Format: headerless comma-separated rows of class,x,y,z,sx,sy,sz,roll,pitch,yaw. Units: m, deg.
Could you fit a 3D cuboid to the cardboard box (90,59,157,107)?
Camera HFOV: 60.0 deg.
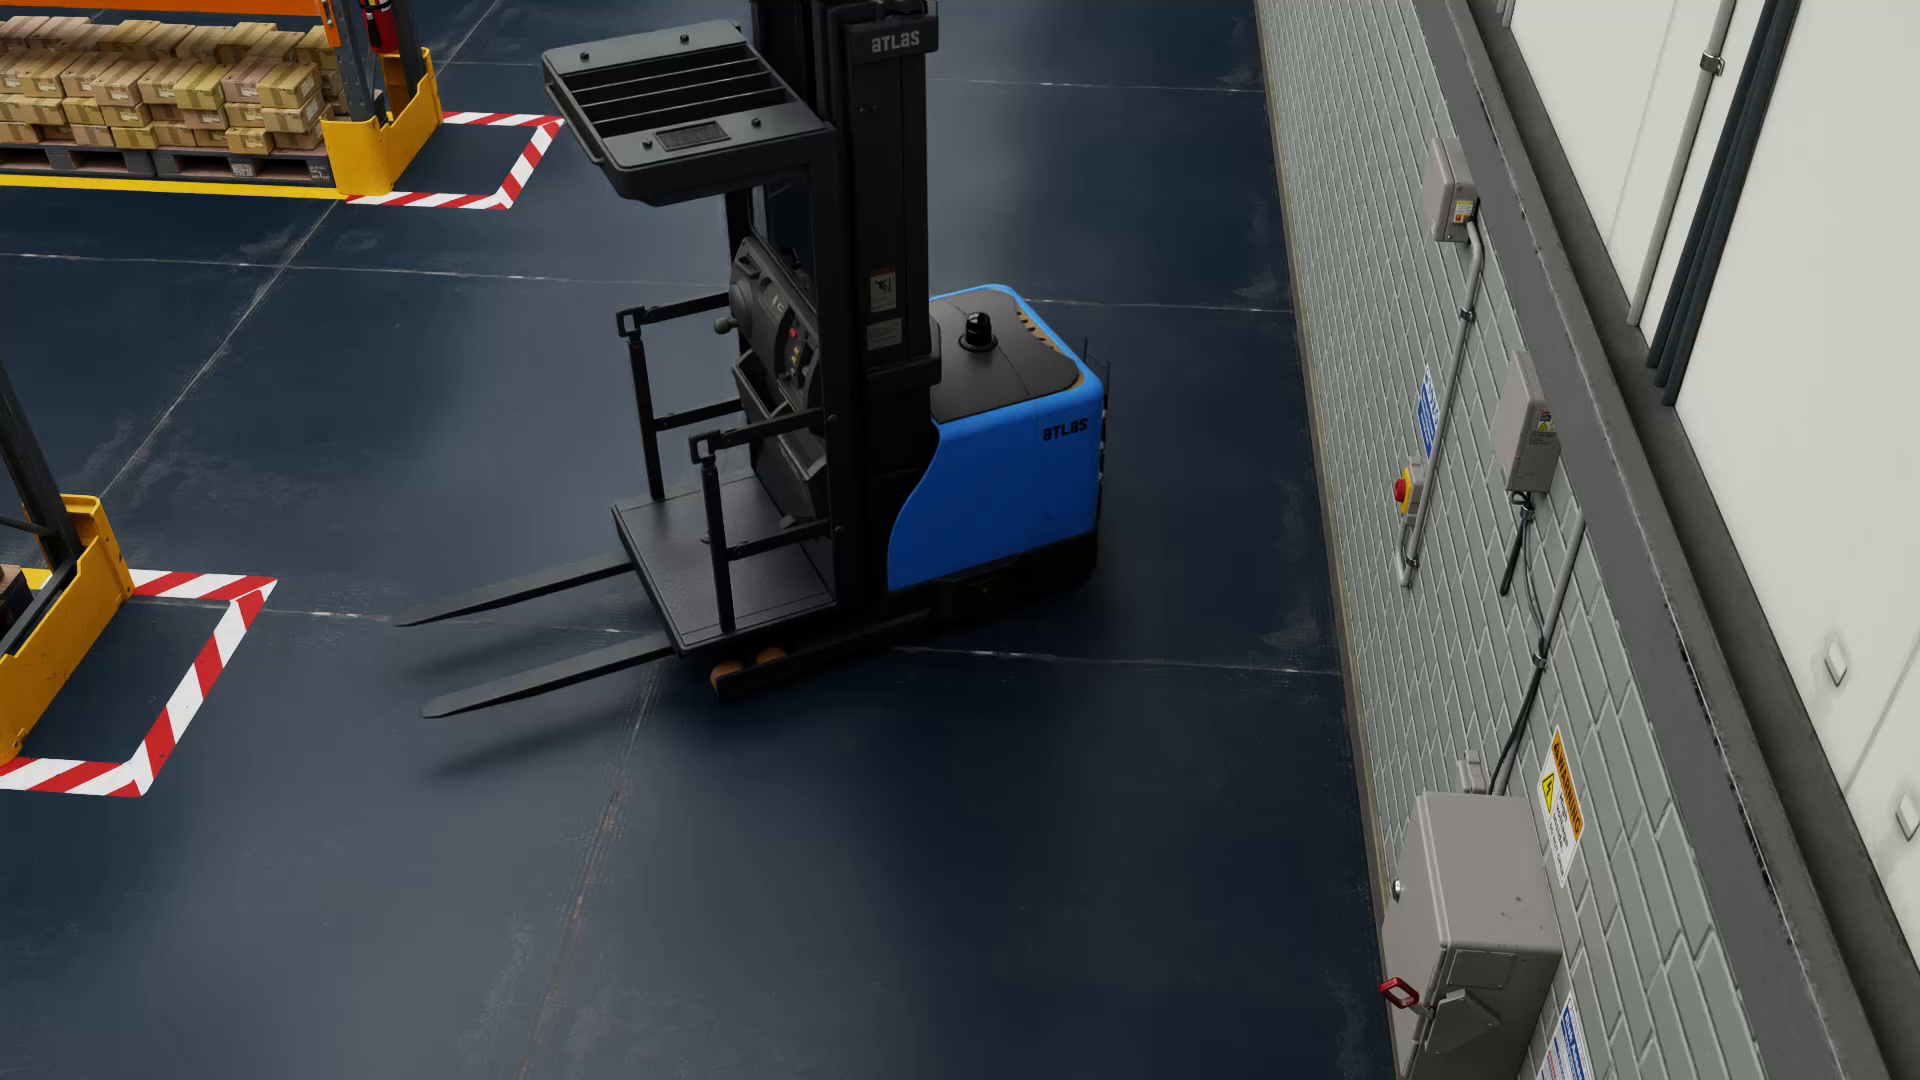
cardboard box,-5.292,-2.903,10.566,0.250,0.149,0.380,5,39,6

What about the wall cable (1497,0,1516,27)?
wall cable,1.662,-2.804,4.237,0.029,3.000,0.463,3,39,4

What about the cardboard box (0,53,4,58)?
cardboard box,-6.329,-2.985,10.666,0.250,0.149,0.380,4,39,5

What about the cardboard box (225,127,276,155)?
cardboard box,-4.510,-2.633,10.705,0.250,0.149,0.380,4,39,5

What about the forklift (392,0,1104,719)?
forklift,-0.932,-0.843,6.634,3.031,2.935,1.130,-16,42,-19

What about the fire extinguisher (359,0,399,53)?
fire extinguisher,-3.492,-3.250,9.894,0.183,0.674,0.296,3,39,4

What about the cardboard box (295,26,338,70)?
cardboard box,-4.196,-3.259,11.002,0.250,0.149,0.380,1,39,2

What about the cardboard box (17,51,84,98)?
cardboard box,-5.808,-2.984,10.665,0.250,0.149,0.380,3,39,4

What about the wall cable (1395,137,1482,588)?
wall cable,1.590,-0.723,5.604,0.123,1.953,0.585,3,39,4

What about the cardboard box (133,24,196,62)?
cardboard box,-5.251,-3.275,11.022,0.250,0.149,0.380,5,39,6

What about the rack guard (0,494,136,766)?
rack guard,-4.006,0.361,7.081,0.348,0.500,1.175,3,39,4

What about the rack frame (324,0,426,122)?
rack frame,-3.703,-3.728,10.125,0.127,3.000,1.000,3,39,4

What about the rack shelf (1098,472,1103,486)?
rack shelf,0.533,-0.331,7.953,0.200,0.077,0.258,-16,42,-19

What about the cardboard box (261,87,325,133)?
cardboard box,-4.254,-2.750,10.613,0.250,0.149,0.380,2,39,3

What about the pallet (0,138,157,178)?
pallet,-5.797,-2.786,11.176,1.213,0.211,1.003,3,39,4

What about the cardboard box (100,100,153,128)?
cardboard box,-5.288,-2.797,10.671,0.250,0.149,0.380,4,39,5

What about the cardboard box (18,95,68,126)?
cardboard box,-5.819,-2.821,10.700,0.250,0.149,0.380,4,39,4

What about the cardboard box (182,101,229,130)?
cardboard box,-4.771,-2.777,10.647,0.250,0.149,0.380,2,39,2

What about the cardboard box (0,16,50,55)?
cardboard box,-6.275,-3.361,11.127,0.250,0.149,0.380,1,39,2

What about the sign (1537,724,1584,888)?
sign,1.475,0.652,4.089,0.001,0.242,0.339,3,39,4

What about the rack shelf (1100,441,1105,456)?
rack shelf,0.533,-0.471,7.839,0.200,0.077,0.258,-16,42,-19

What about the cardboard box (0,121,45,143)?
cardboard box,-6.057,-2.736,10.832,0.250,0.149,0.380,2,39,3

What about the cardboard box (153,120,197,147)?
cardboard box,-5.013,-2.707,10.796,0.250,0.149,0.380,4,39,4

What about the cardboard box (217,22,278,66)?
cardboard box,-4.721,-3.292,11.043,0.250,0.149,0.380,3,39,4

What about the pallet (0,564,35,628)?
pallet,-4.833,0.478,7.167,1.213,0.211,1.003,3,39,4

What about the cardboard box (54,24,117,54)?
cardboard box,-5.767,-3.271,11.018,0.250,0.149,0.380,3,39,4

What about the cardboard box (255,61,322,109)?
cardboard box,-4.252,-2.886,10.544,0.250,0.149,0.380,4,39,4

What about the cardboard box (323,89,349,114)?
cardboard box,-4.197,-3.015,11.175,0.250,0.149,0.380,4,39,5

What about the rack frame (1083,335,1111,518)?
rack frame,0.625,-0.524,7.851,0.006,0.900,0.240,-16,42,-19

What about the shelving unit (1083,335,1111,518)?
shelving unit,0.533,-0.497,7.818,0.210,0.900,0.258,-16,42,-19

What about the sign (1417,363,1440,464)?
sign,1.655,-0.449,5.882,0.001,0.218,0.327,3,39,4

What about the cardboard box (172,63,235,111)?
cardboard box,-4.767,-2.870,10.524,0.250,0.149,0.380,2,39,3

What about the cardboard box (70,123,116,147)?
cardboard box,-5.543,-2.709,10.798,0.250,0.149,0.380,4,39,5

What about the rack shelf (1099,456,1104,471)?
rack shelf,0.533,-0.401,7.896,0.200,0.077,0.258,-16,42,-19
